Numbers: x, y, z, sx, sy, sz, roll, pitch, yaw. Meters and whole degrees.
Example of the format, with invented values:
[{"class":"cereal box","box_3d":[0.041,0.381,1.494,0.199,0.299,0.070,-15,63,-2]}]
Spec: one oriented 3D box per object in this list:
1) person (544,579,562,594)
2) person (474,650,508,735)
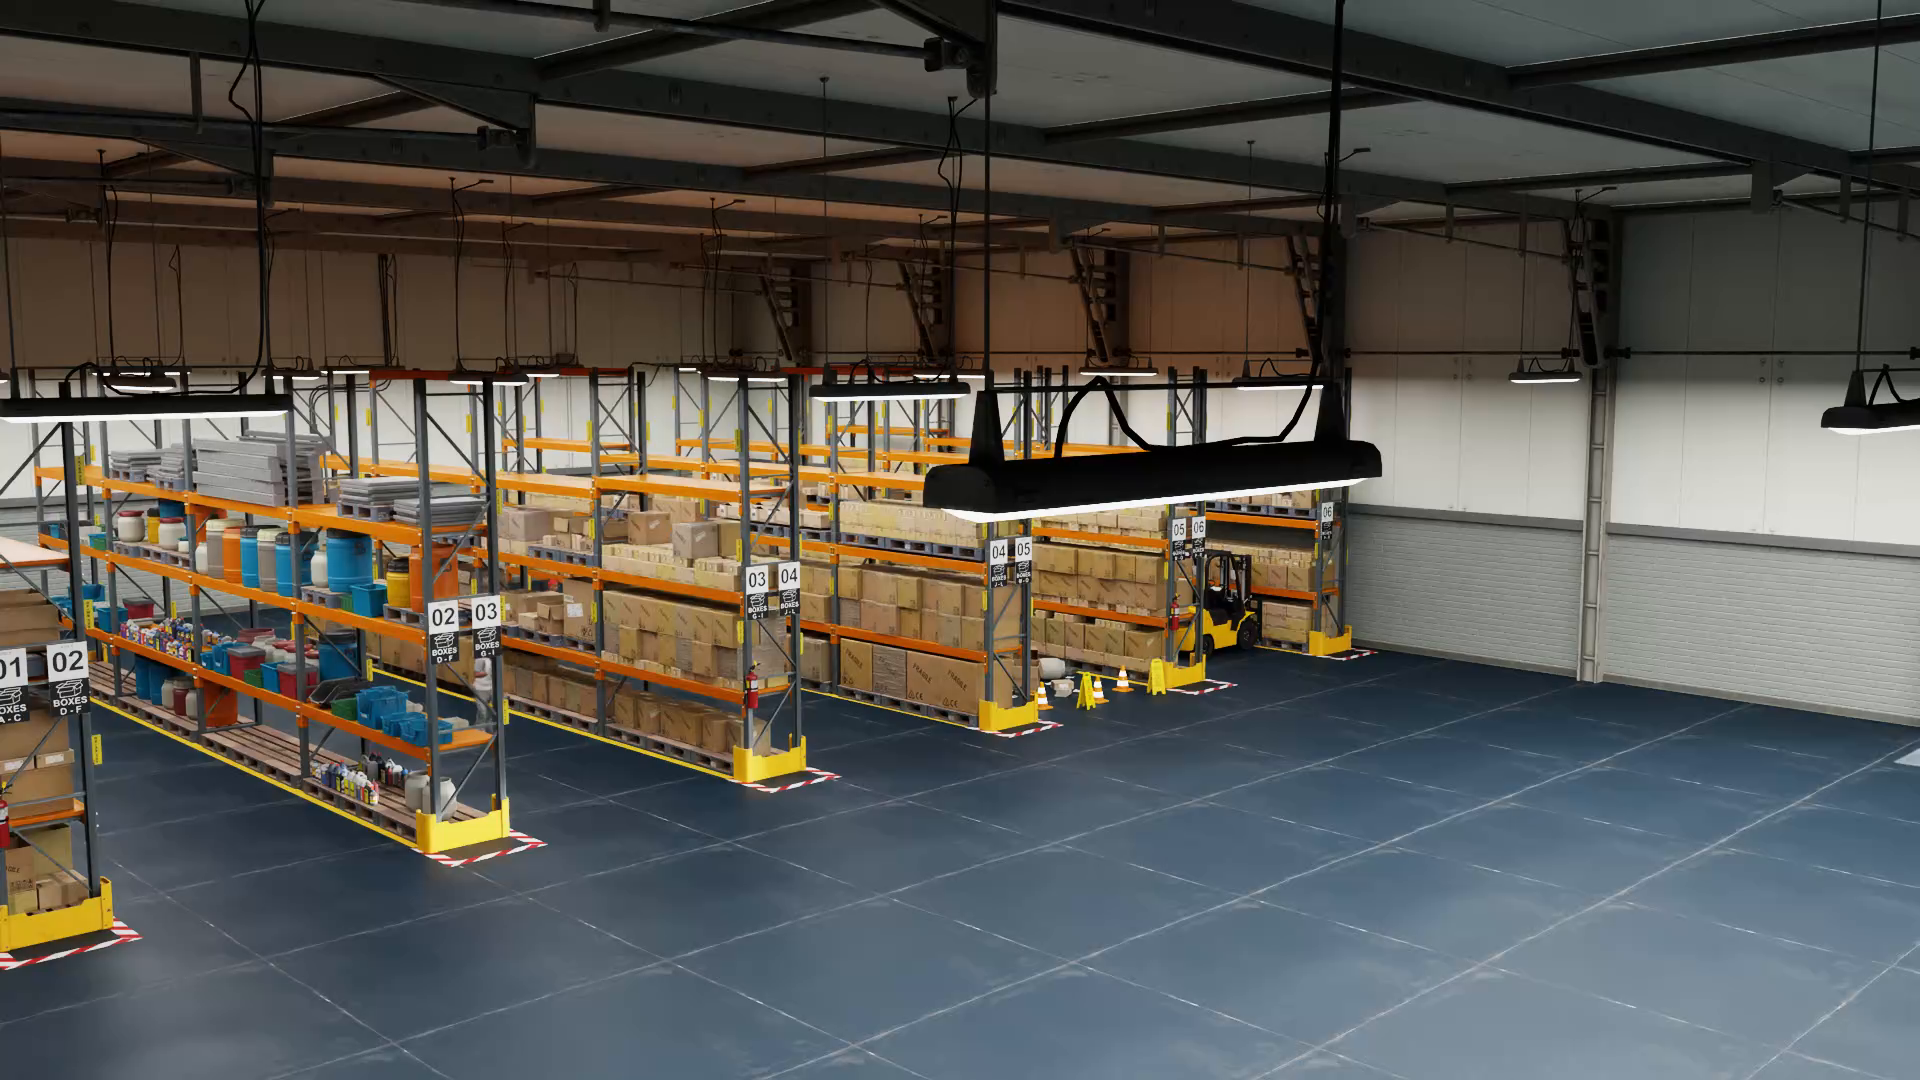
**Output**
[{"class":"person","box_3d":[-8.278,1.644,33.661,0.786,1.728,0.703,6,9,44]},{"class":"person","box_3d":[-7.628,2.405,27.033,0.659,1.695,0.883,-6,9,-43]}]
